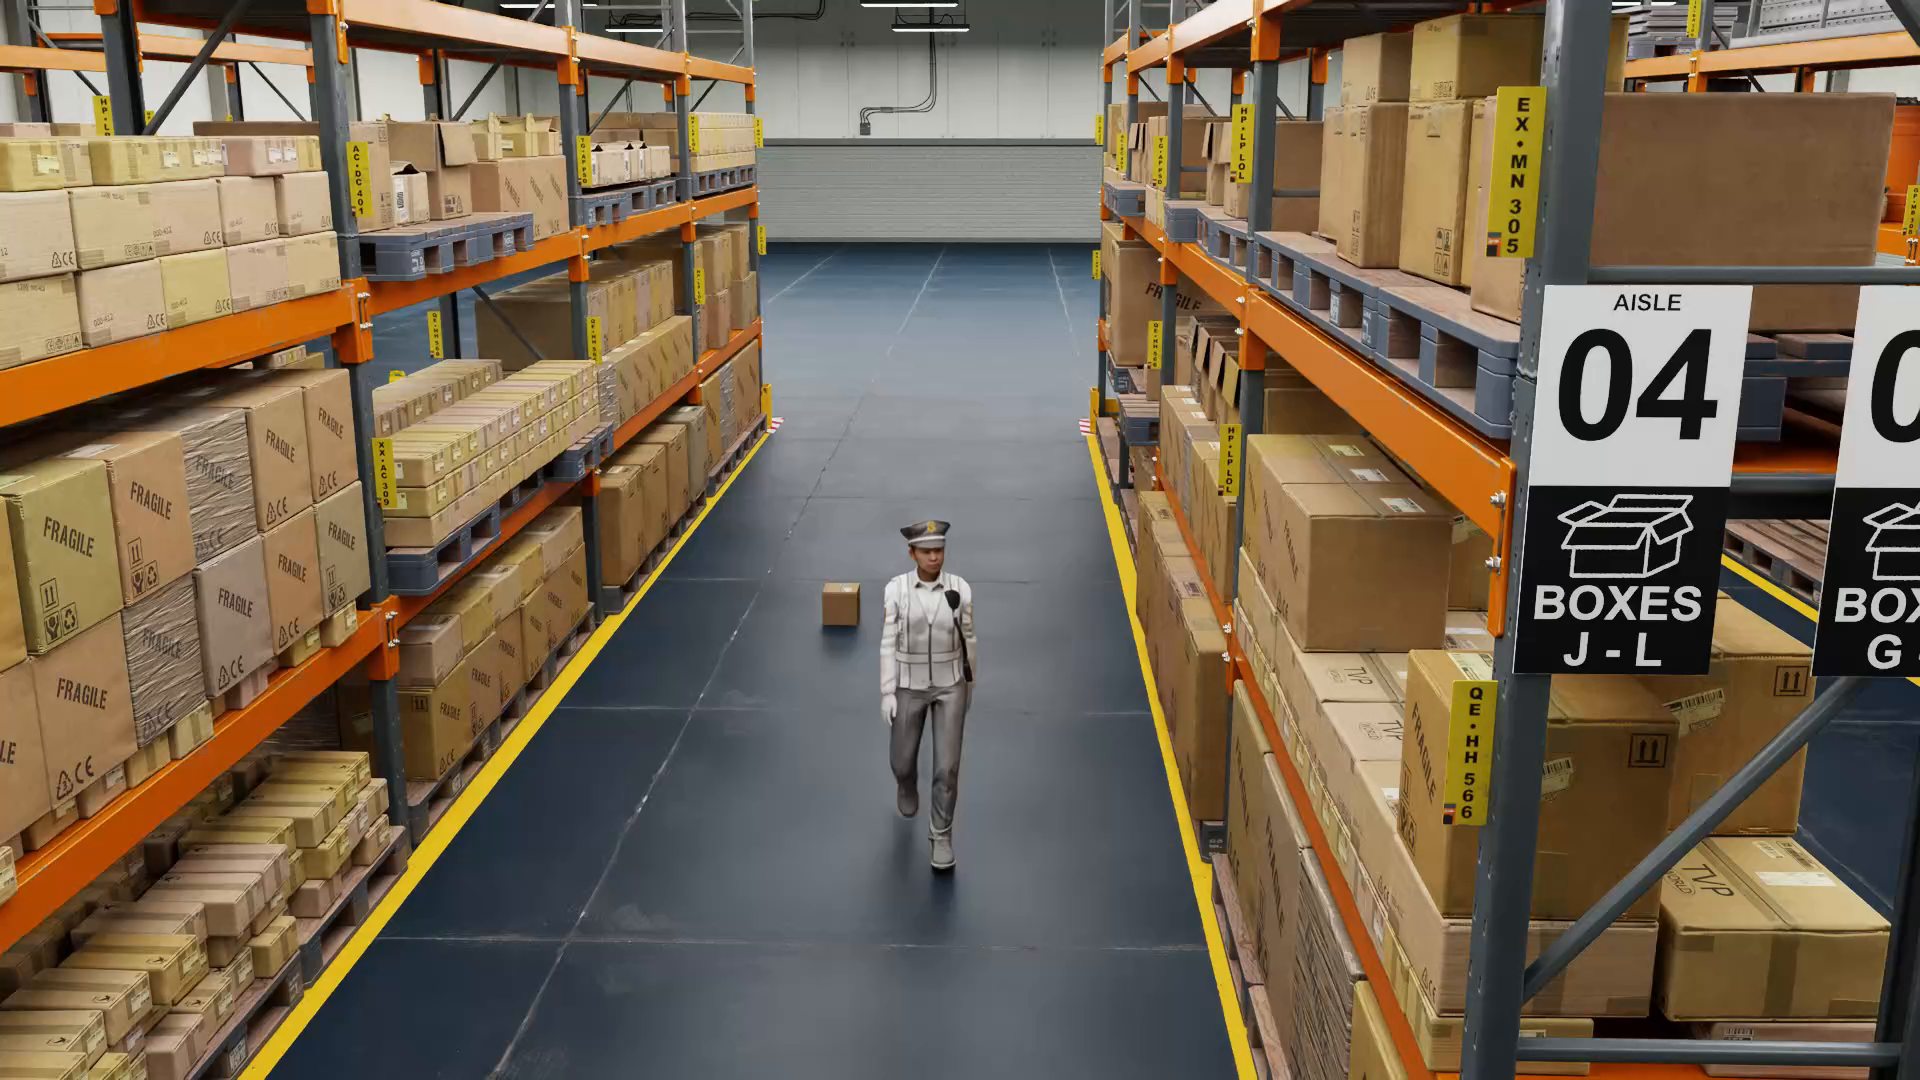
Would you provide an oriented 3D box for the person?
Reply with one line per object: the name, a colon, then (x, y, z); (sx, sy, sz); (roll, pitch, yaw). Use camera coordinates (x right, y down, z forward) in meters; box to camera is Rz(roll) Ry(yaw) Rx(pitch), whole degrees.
person: (-0.149, 0.700, 8.073); (0.477, 1.670, 0.659); (-1, 14, -3)
